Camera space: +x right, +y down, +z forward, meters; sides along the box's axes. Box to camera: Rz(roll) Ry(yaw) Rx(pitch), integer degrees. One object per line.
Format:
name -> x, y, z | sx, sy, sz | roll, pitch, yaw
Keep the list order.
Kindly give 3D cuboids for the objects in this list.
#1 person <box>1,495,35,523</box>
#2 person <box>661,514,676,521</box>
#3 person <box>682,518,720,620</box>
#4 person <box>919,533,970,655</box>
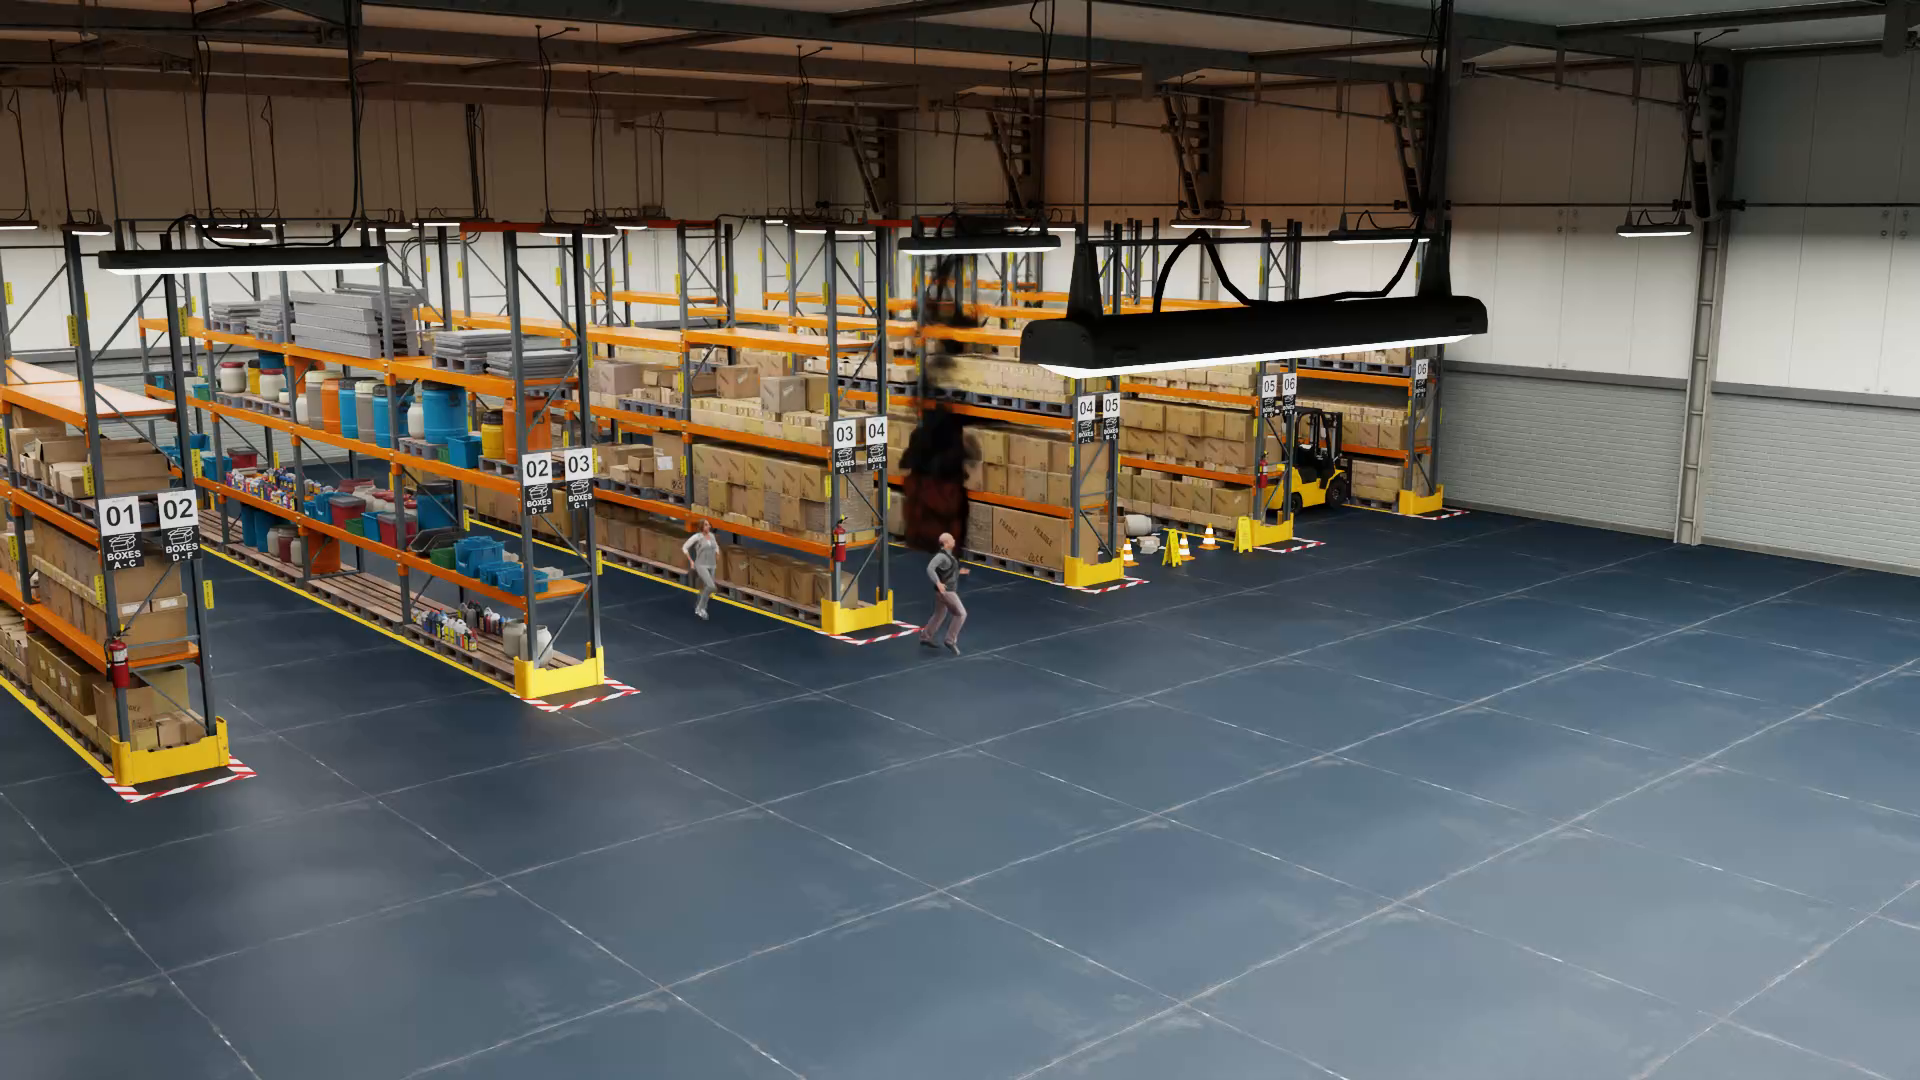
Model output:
person -> -17.915, -0.800, 31.440 | 0.622, 1.730, 0.720 | 5, 13, 25
person -> -5.659, -1.186, 32.263 | 0.565, 1.610, 0.525 | -11, 16, -43
person -> -3.917, 0.445, 25.607 | 0.656, 1.586, 0.506 | 9, 15, 39
person -> -0.226, 0.767, 23.771 | 0.737, 1.768, 0.630 | 0, 11, 0
